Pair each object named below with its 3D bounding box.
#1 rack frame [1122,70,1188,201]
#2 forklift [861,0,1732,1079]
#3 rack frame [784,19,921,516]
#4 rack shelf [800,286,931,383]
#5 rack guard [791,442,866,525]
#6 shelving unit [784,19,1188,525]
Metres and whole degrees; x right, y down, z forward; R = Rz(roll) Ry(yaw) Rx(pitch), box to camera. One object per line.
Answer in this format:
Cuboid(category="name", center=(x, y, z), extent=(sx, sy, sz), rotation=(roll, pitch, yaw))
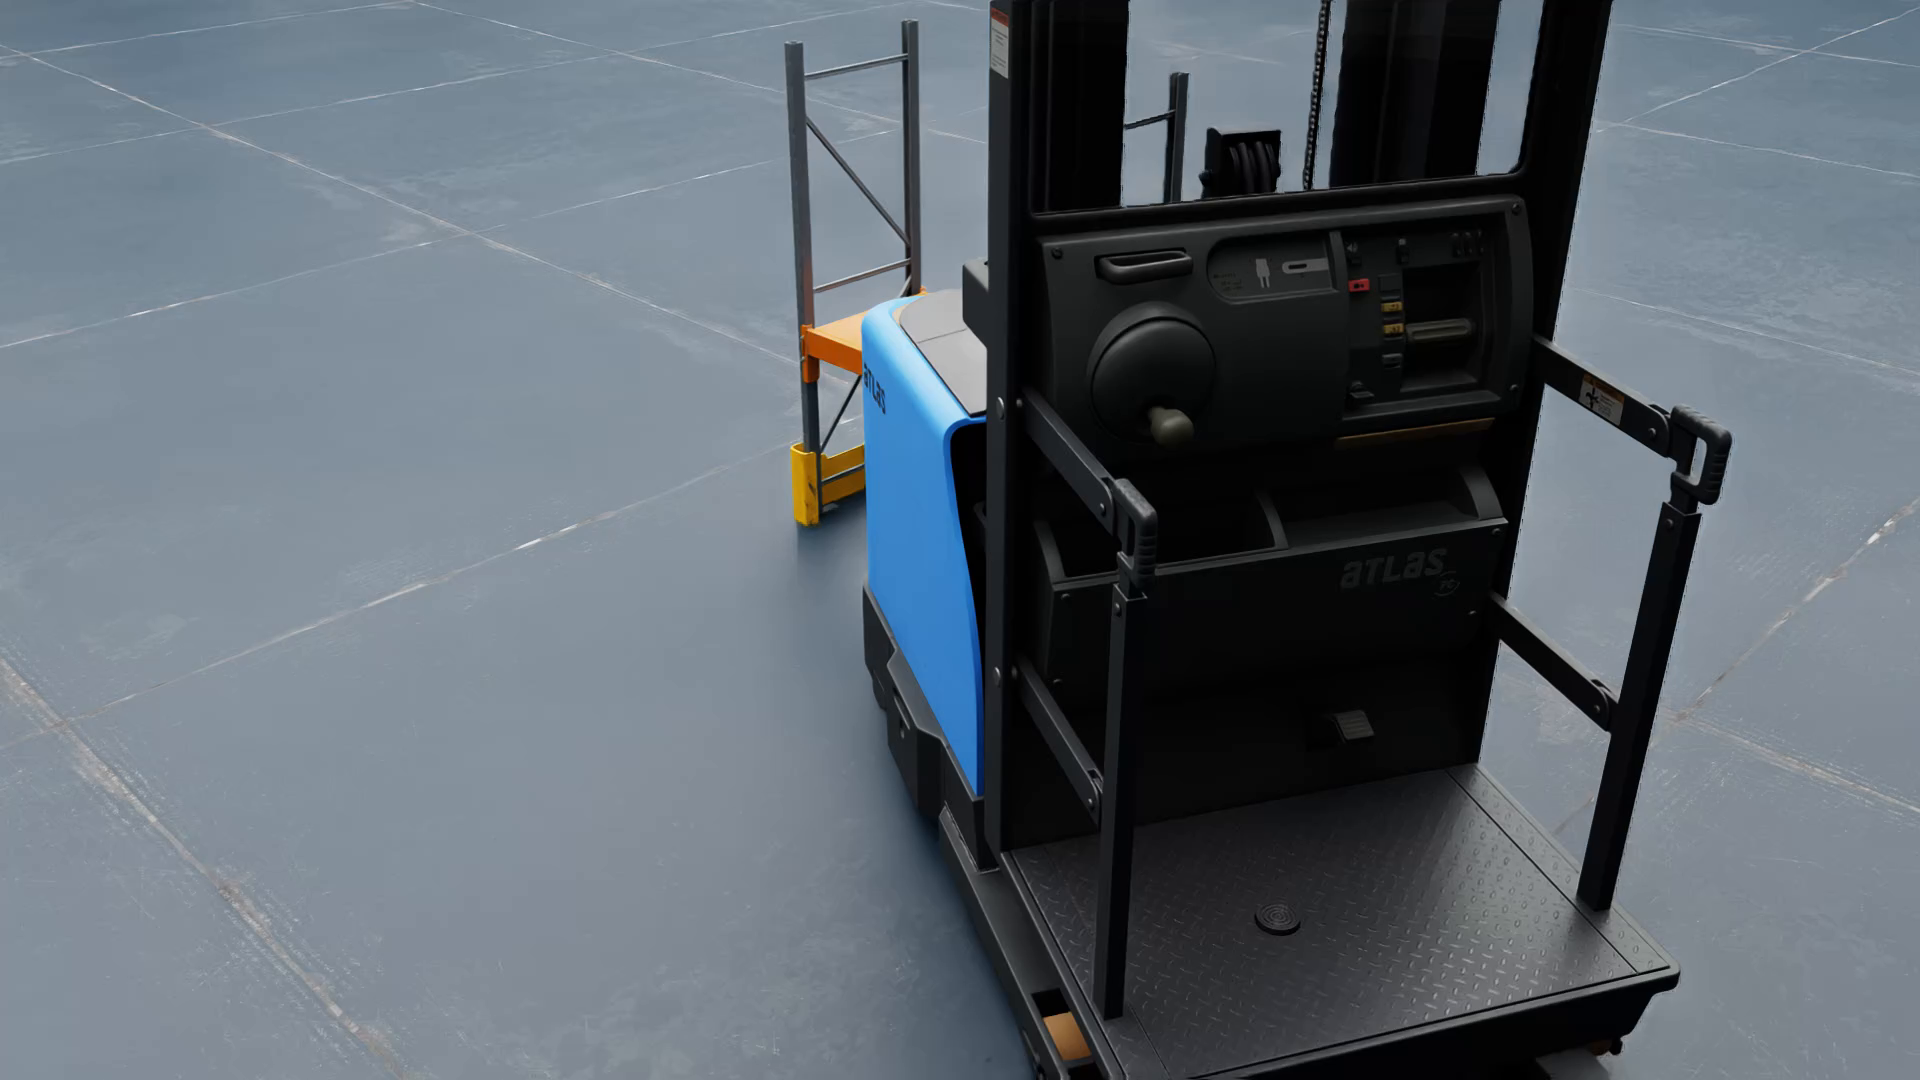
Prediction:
Cuboid(category="rack frame", center=(0.413, -0.488, 4.566), extent=(0.032, 1.500, 0.500), rotation=(25, 36, 38))
Cuboid(category="forklift", center=(0.655, -0.341, 2.750), extent=(1.130, 2.935, 3.031), rotation=(-8, 29, -15))
Cuboid(category="rack frame", center=(-0.311, -0.820, 5.198), extent=(0.032, 1.500, 0.500), rotation=(25, 36, 38))
Cuboid(category="rack shelf", center=(0.051, -0.495, 4.966), extent=(1.000, 0.185, 0.538), rotation=(25, 36, 38))
Cuboid(category="rack guard", center=(-0.310, -0.266, 5.488), extent=(0.087, 0.250, 0.587), rotation=(25, 36, 38))
Cuboid(category="shelving unit", center=(0.045, -0.657, 4.888), extent=(1.083, 1.500, 0.587), rotation=(25, 36, 38))
